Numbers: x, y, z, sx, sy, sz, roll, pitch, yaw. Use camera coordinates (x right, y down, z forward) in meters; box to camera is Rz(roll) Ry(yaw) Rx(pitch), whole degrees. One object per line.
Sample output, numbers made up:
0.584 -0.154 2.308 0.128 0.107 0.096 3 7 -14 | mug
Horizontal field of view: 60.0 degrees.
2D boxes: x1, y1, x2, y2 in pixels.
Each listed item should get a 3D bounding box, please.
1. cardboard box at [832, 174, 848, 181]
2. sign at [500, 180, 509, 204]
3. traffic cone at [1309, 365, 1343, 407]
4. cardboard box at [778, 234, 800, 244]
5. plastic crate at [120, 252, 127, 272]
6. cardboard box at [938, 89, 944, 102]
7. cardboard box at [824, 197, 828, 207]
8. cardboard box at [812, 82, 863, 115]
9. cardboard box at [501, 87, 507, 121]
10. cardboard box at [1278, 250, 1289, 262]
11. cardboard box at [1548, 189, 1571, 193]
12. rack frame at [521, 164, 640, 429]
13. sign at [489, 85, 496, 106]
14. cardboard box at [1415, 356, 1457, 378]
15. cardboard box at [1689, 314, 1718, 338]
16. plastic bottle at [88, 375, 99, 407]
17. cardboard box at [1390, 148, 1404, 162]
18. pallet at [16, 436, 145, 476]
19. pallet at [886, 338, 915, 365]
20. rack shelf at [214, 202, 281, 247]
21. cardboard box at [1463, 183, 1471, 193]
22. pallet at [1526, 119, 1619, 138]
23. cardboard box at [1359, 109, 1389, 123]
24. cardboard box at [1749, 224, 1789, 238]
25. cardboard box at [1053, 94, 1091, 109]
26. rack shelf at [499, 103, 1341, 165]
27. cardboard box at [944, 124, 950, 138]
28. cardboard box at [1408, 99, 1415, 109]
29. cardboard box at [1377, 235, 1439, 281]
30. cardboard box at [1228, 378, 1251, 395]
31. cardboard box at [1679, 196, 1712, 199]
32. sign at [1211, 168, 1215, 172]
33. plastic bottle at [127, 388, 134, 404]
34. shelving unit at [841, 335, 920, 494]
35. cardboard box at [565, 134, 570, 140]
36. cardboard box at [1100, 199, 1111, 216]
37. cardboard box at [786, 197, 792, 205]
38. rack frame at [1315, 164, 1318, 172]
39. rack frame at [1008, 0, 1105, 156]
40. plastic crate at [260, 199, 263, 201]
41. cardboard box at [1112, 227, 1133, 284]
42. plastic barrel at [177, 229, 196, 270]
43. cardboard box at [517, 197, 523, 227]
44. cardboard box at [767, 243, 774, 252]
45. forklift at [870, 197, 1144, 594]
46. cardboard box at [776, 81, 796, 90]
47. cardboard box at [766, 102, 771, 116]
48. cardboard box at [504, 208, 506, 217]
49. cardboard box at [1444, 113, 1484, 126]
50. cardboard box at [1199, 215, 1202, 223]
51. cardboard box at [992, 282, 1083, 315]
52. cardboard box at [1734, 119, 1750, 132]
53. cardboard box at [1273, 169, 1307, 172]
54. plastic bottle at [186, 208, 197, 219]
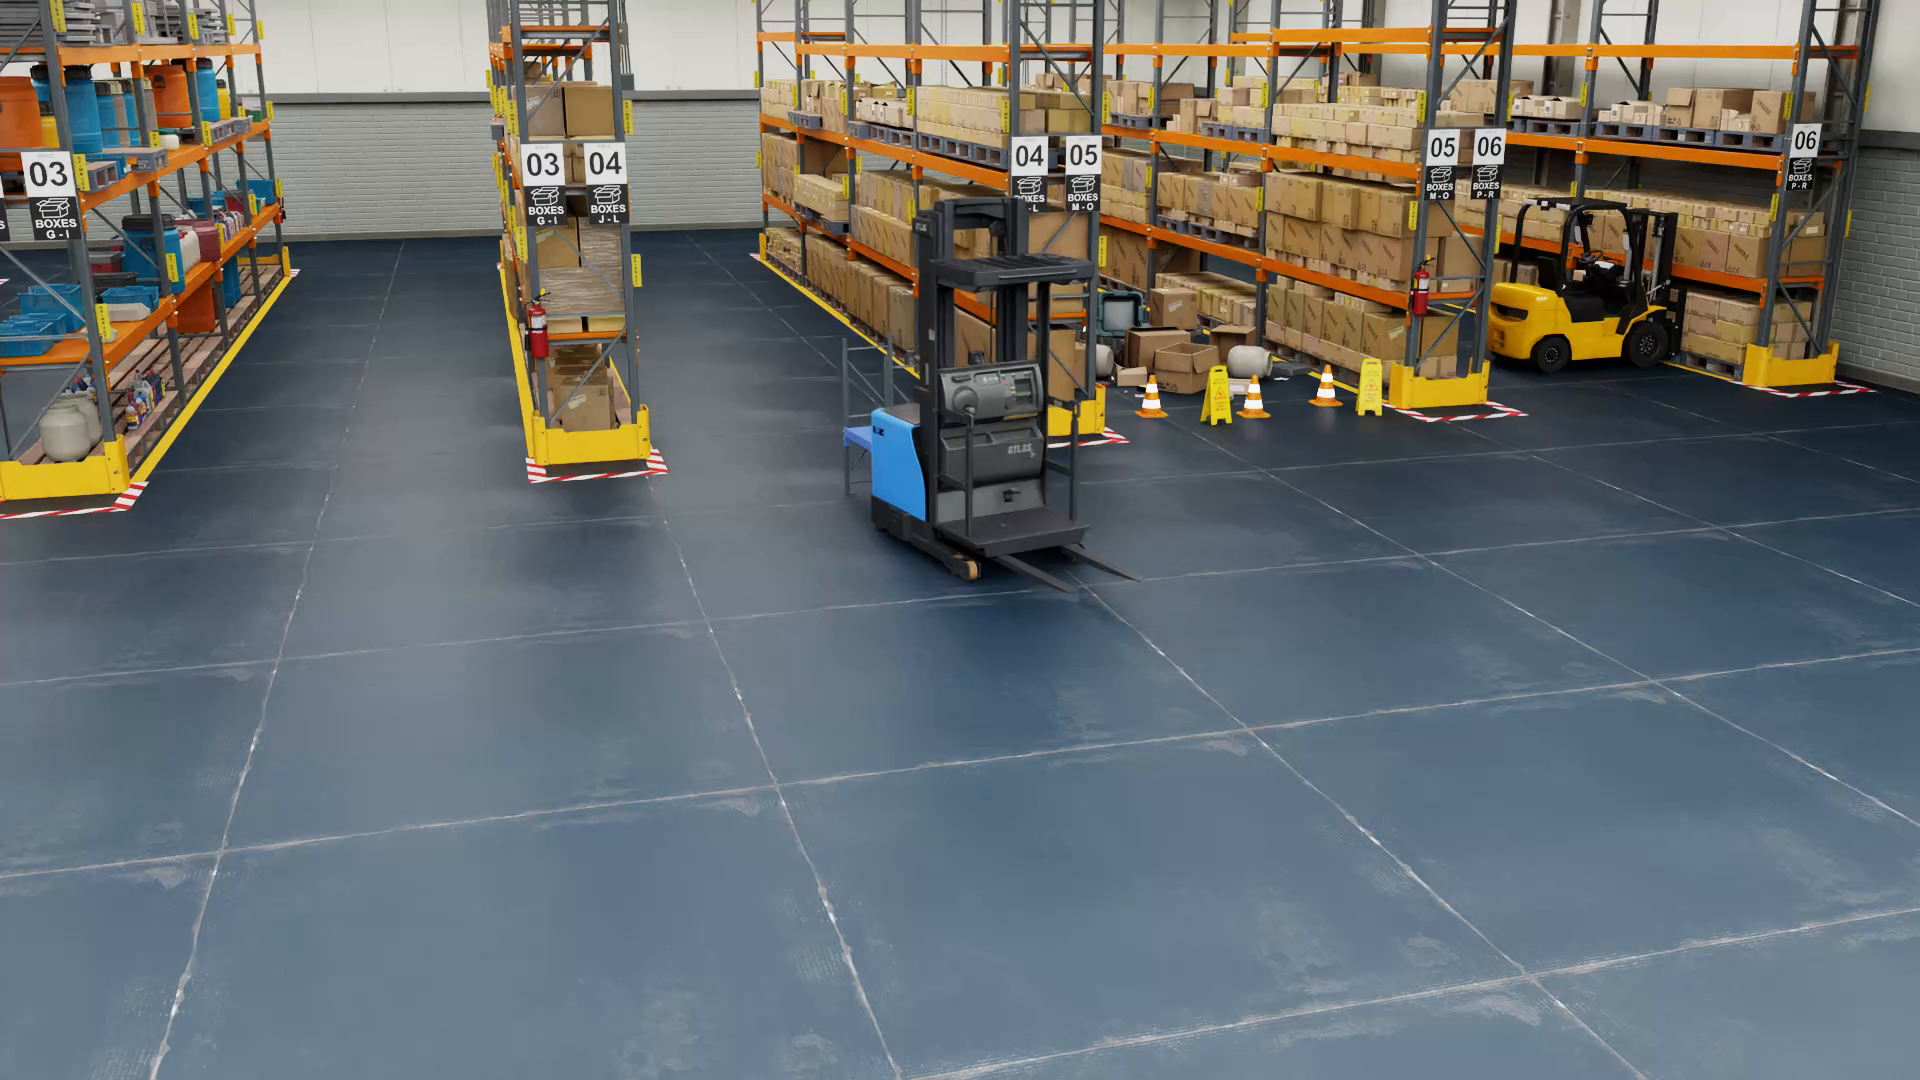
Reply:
-1.999 -6.221 28.620 0.380 0.149 0.250 -4 17 -13 | cardboard box
-6.527 -4.990 23.837 0.100 0.325 0.005 -5 17 -15 | sign
4.374 -1.853 19.815 0.336 0.463 0.334 -5 17 -15 | traffic cone
-3.198 -5.644 31.217 0.380 0.149 0.250 -4 17 -14 | cardboard box
-10.260 -3.255 20.102 0.392 0.384 0.575 -5 17 -15 | plastic crate
-0.043 -5.276 19.734 0.380 0.149 0.250 -5 17 -15 | cardboard box
-1.921 -5.314 26.120 0.380 0.149 0.250 -4 17 -14 | cardboard box
-1.999 -7.200 27.084 0.797 0.503 0.637 -5 17 -16 | cardboard box
-5.977 -5.913 22.666 0.500 0.500 0.500 -5 17 -15 | cardboard box
4.530 -3.859 22.520 0.380 0.149 0.250 -4 17 -14 | cardboard box
9.289 -5.311 25.616 0.380 0.149 0.250 -5 17 -15 | cardboard box
-3.796 -2.267 16.786 1.000 3.000 0.127 -5 17 -15 | rack frame
-7.627 -7.264 27.171 0.100 0.325 0.005 -5 17 -15 | sign
5.777 -2.180 20.545 0.500 0.250 0.500 -5 17 -16 | cardboard box
9.942 -2.817 21.798 0.500 0.250 0.500 -5 17 -16 | cardboard box
-9.696 -1.679 18.669 0.144 0.351 0.185 -5 17 -15 | plastic bottle
5.265 -4.510 19.474 0.380 0.149 0.250 -5 17 -15 | cardboard box
-8.843 -0.783 16.690 1.003 0.211 1.213 -5 17 -15 | pallet
-0.383 -2.610 22.773 1.003 0.211 1.213 -5 17 -15 | pallet
-12.406 -5.404 28.477 1.077 0.370 4.000 -5 17 -15 | rack shelf
8.364 -5.690 26.879 0.380 0.149 0.250 -4 17 -15 | cardboard box
9.150 -6.138 24.792 0.805 0.209 1.217 -5 18 -17 | pallet
5.107 -5.179 20.317 0.380 0.149 0.250 -5 17 -17 | cardboard box
10.139 -3.876 20.842 0.380 0.149 0.250 -4 17 -14 | cardboard box
1.215 -4.696 17.804 0.380 0.149 0.250 -5 17 -15 | cardboard box
-1.230 -6.147 24.831 10.859 0.892 8.446 -5 17 -15 | rack shelf
0.026 -4.823 19.614 0.380 0.149 0.250 -5 17 -15 | cardboard box
7.876 -7.440 28.359 0.380 0.149 0.250 -4 17 -14 | cardboard box
5.318 -3.369 19.764 0.500 0.500 0.500 -5 17 -16 | cardboard box
3.430 -1.888 20.479 0.380 0.149 0.250 4 17 13 | cardboard box
10.104 -4.630 22.834 0.380 0.149 0.250 -5 17 -16 | cardboard box
4.053 -5.826 26.757 0.100 0.325 0.005 -5 17 -15 | sign
-9.123 -1.540 18.322 0.061 0.283 0.133 -5 17 -15 | plastic bottle
-0.656 -1.055 15.357 0.538 1.500 1.048 -8 18 -24 | shelving unit
-4.088 -4.345 18.057 0.380 0.149 0.250 -5 17 -16 | cardboard box
2.699 -5.731 28.576 0.500 0.250 0.500 -5 17 -16 | cardboard box
-2.943 -6.178 30.242 0.380 0.149 0.250 -5 18 -18 | cardboard box
7.206 -6.763 31.754 1.000 3.000 0.127 -5 17 -15 | rack frame
1.001 -5.505 17.135 1.000 3.000 0.127 -5 17 -15 | rack frame
-12.492 -5.911 29.271 0.396 0.136 0.243 -5 17 -15 | plastic crate
3.183 -4.892 28.486 0.875 0.875 0.875 -4 17 -15 | cardboard box
-10.153 -3.758 21.554 0.421 0.512 0.421 0 17 0 | plastic barrel
-4.740 -3.622 18.866 0.500 0.500 0.500 -5 17 -15 | cardboard box
-3.560 -5.723 32.515 0.380 0.149 0.250 -4 17 -14 | cardboard box
4.084 -3.797 21.997 16.424 2.935 14.935 -9 19 -28 | forklift
-3.116 -8.235 30.137 0.380 0.149 0.250 -5 17 -16 | cardboard box
-3.378 -8.131 31.355 0.500 0.250 0.500 -4 17 -13 | cardboard box
-7.493 -5.525 28.067 0.380 0.149 0.250 -5 17 -15 | cardboard box
5.831 -4.863 19.265 0.380 0.149 0.250 -5 17 -16 | cardboard box
3.833 -4.866 25.145 0.380 0.149 0.250 -4 17 -13 | cardboard box
0.855 -2.802 18.306 0.875 0.550 0.550 -5 17 -15 | cardboard box
9.984 -5.215 20.917 0.380 0.149 0.250 -5 17 -17 | cardboard box
6.555 -7.232 33.058 0.500 0.250 0.500 -5 17 -16 | cardboard box
-12.060 -5.037 26.093 0.144 0.351 0.185 -5 17 -15 | plastic bottle
